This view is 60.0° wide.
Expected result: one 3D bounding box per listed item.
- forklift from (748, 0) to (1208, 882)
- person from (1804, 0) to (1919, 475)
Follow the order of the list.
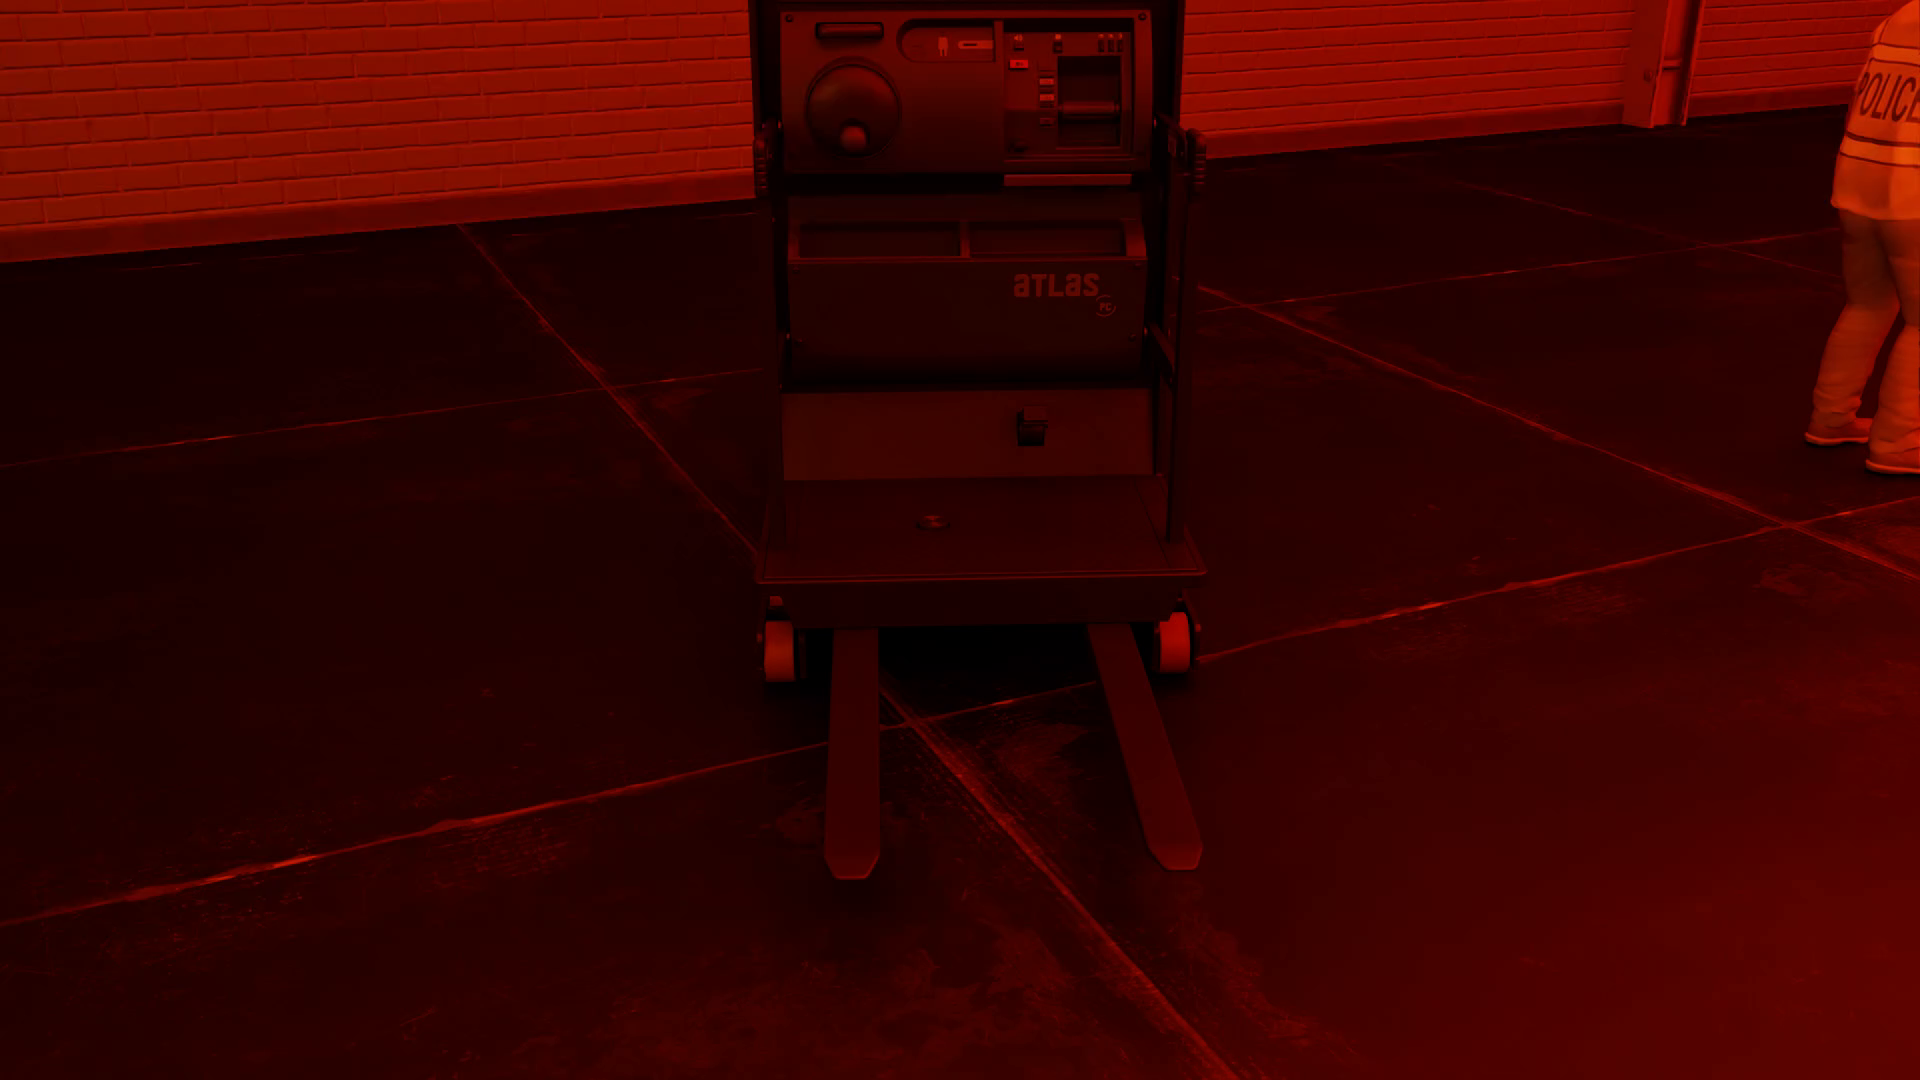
[{"bbox_3d":[0.030,-1.115,3.970,1.130,2.935,3.031,-1,23,-3],"label":"forklift"},{"bbox_3d":[3.148,-1.111,5.501,0.443,1.746,0.595,-6,23,-14],"label":"person"}]
